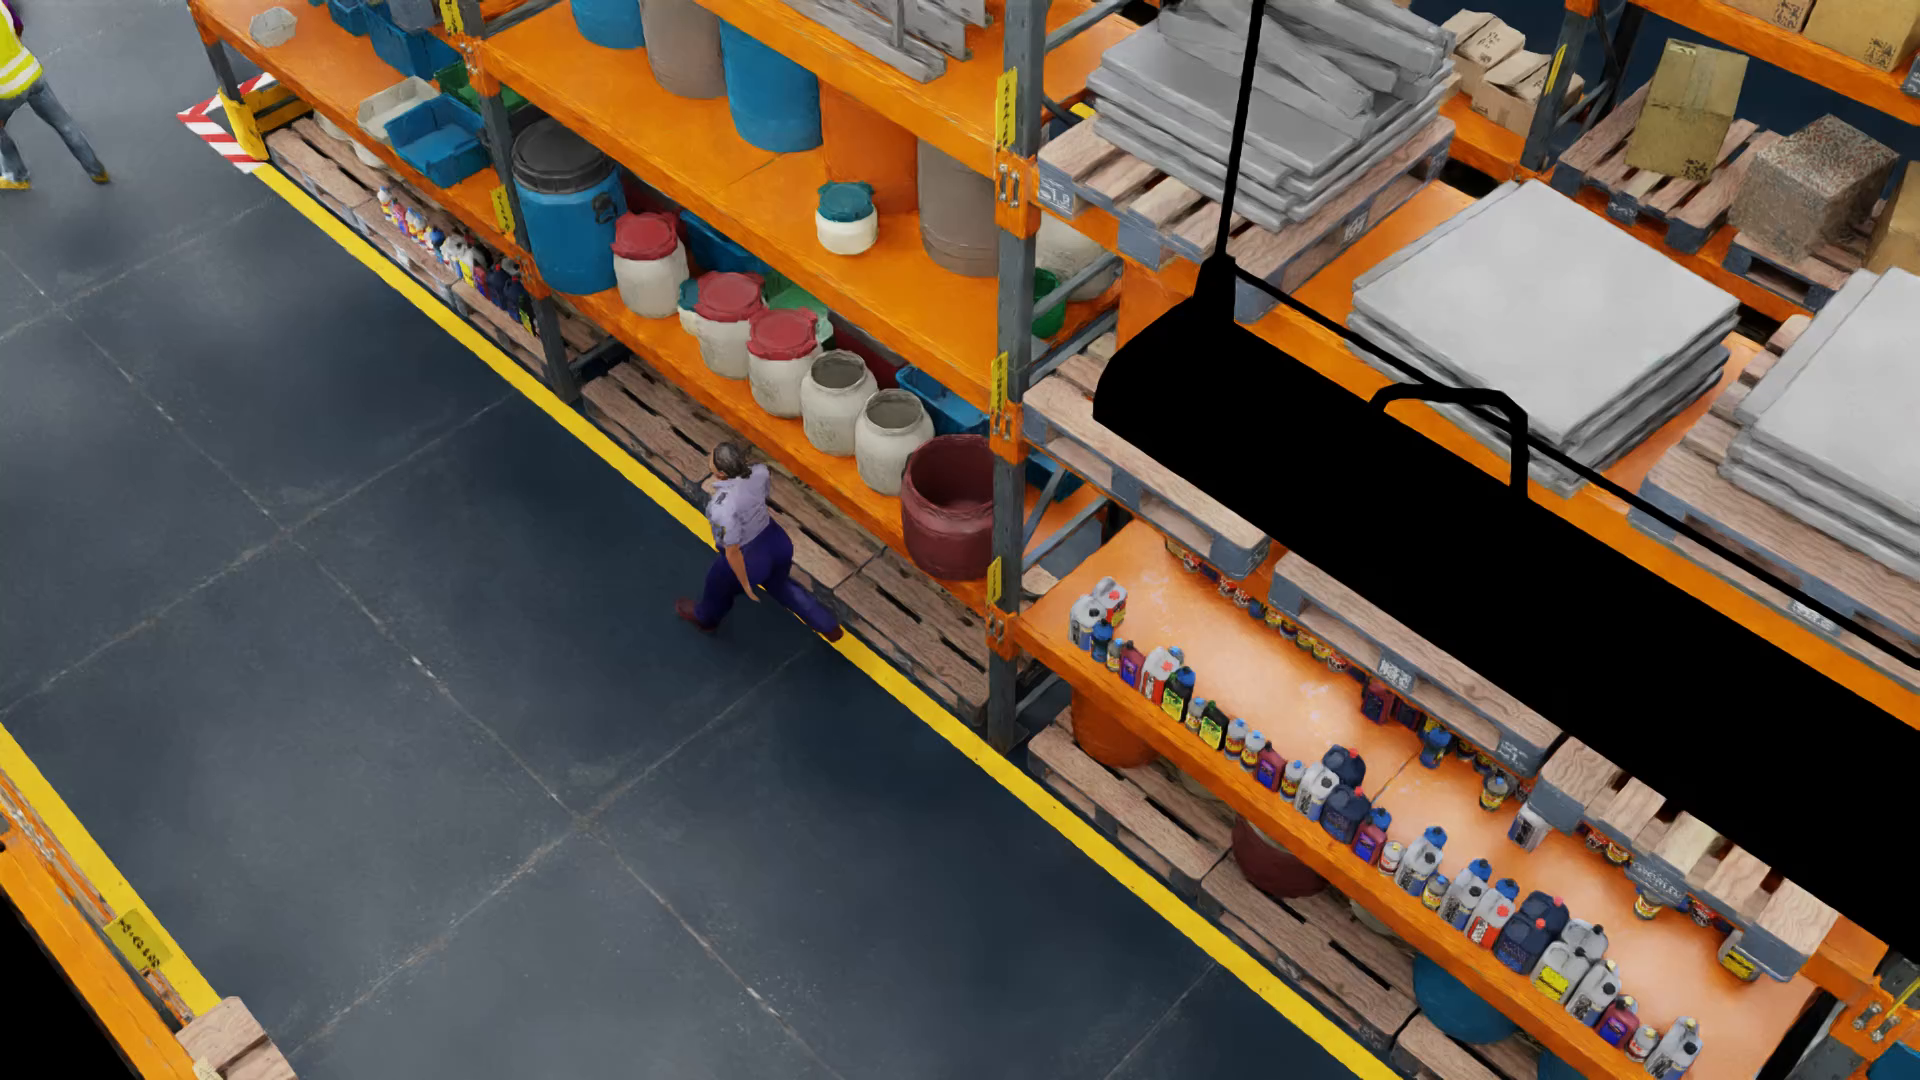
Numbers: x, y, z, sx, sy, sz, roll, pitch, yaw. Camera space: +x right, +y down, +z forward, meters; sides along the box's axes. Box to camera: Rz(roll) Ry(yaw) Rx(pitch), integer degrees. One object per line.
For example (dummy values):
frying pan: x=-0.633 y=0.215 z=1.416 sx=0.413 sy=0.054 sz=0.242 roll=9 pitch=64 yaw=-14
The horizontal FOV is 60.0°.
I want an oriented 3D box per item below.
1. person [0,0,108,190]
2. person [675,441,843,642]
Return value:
person: x=-6.892 y=-3.320 z=12.052 sx=0.761 sy=1.710 sz=0.704 roll=18 pitch=52 yaw=14
person: x=-1.166 y=0.034 z=9.244 sx=1.067 sy=1.539 sz=0.505 roll=28 pitch=55 yaw=21
